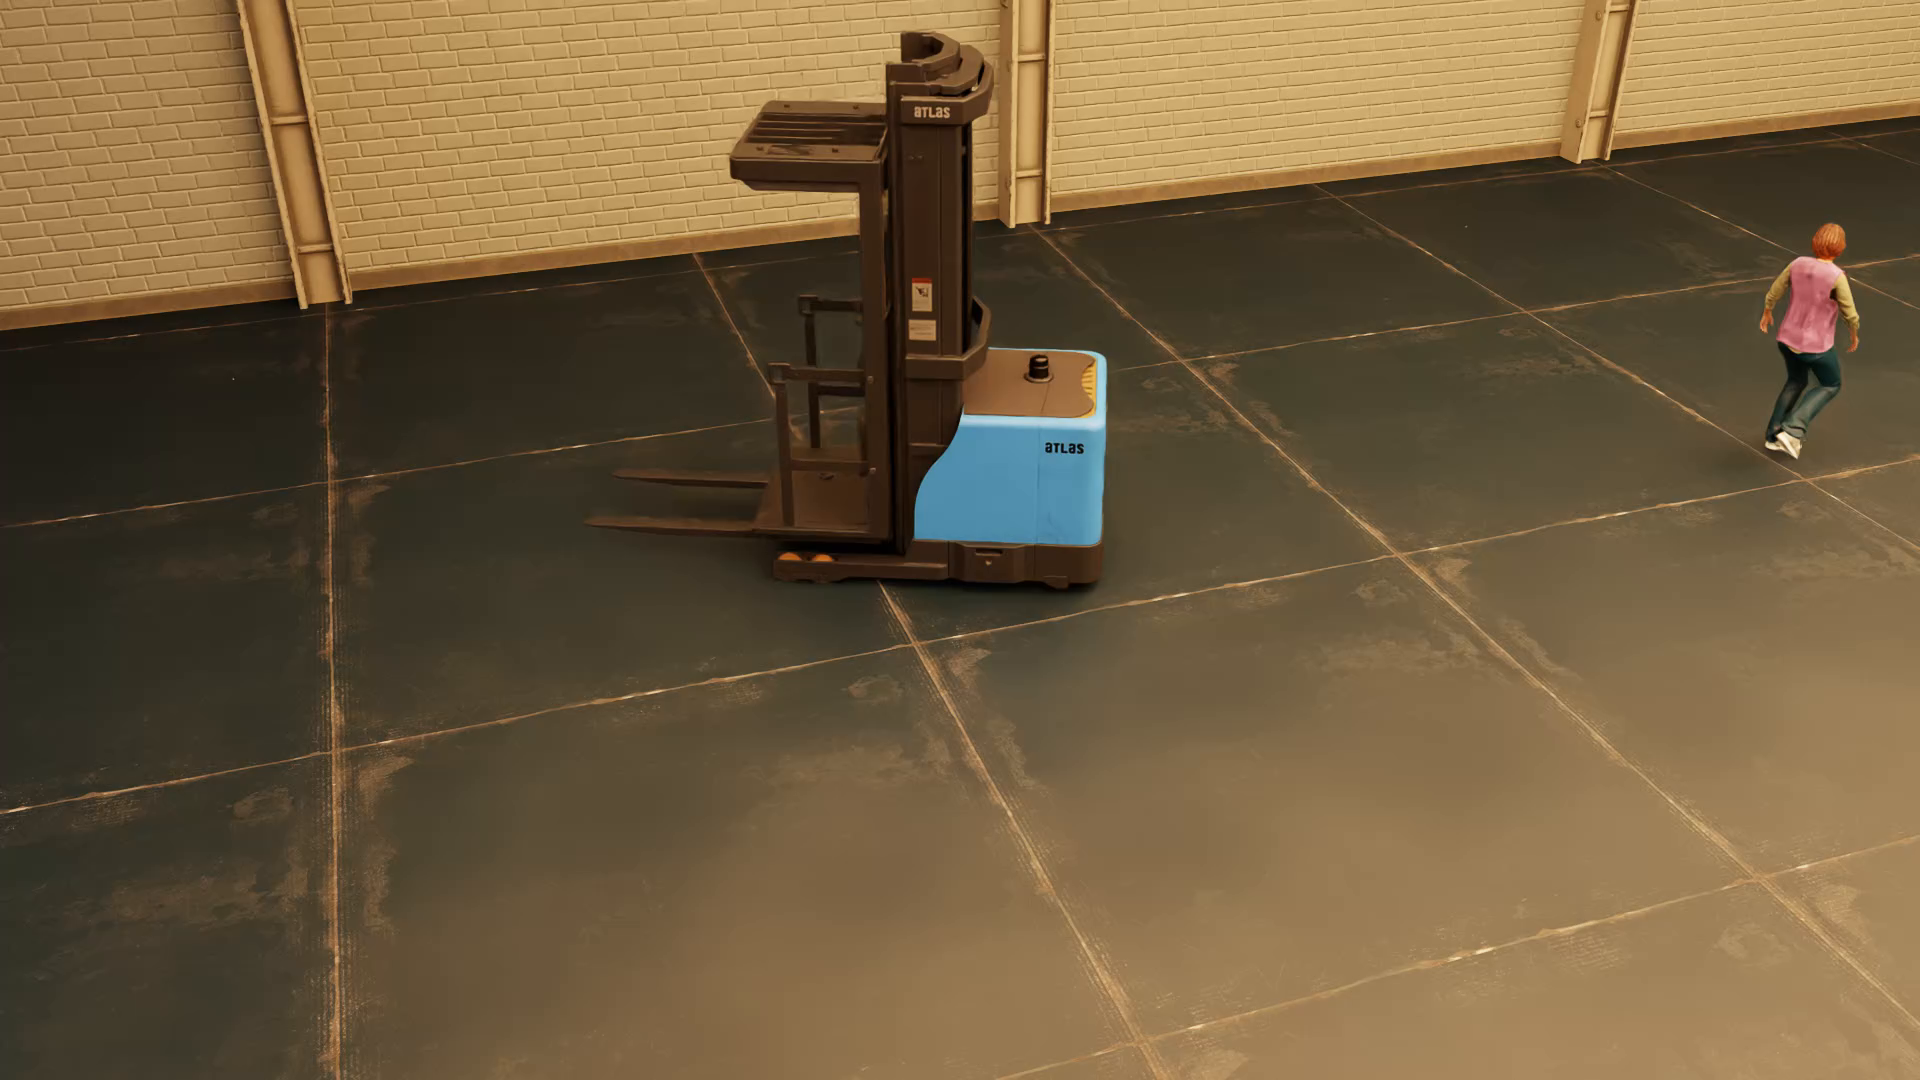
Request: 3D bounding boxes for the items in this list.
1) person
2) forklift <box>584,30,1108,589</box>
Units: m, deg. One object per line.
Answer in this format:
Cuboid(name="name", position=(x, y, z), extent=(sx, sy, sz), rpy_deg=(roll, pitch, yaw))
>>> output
Cuboid(name="person", position=(5.448, -1.290, 10.713), extent=(0.419, 1.559, 0.649), rpy_deg=(-12, 32, -20))
Cuboid(name="forklift", position=(-0.669, -1.278, 9.309), extent=(3.031, 2.935, 1.130), rpy_deg=(2, 30, 4))
